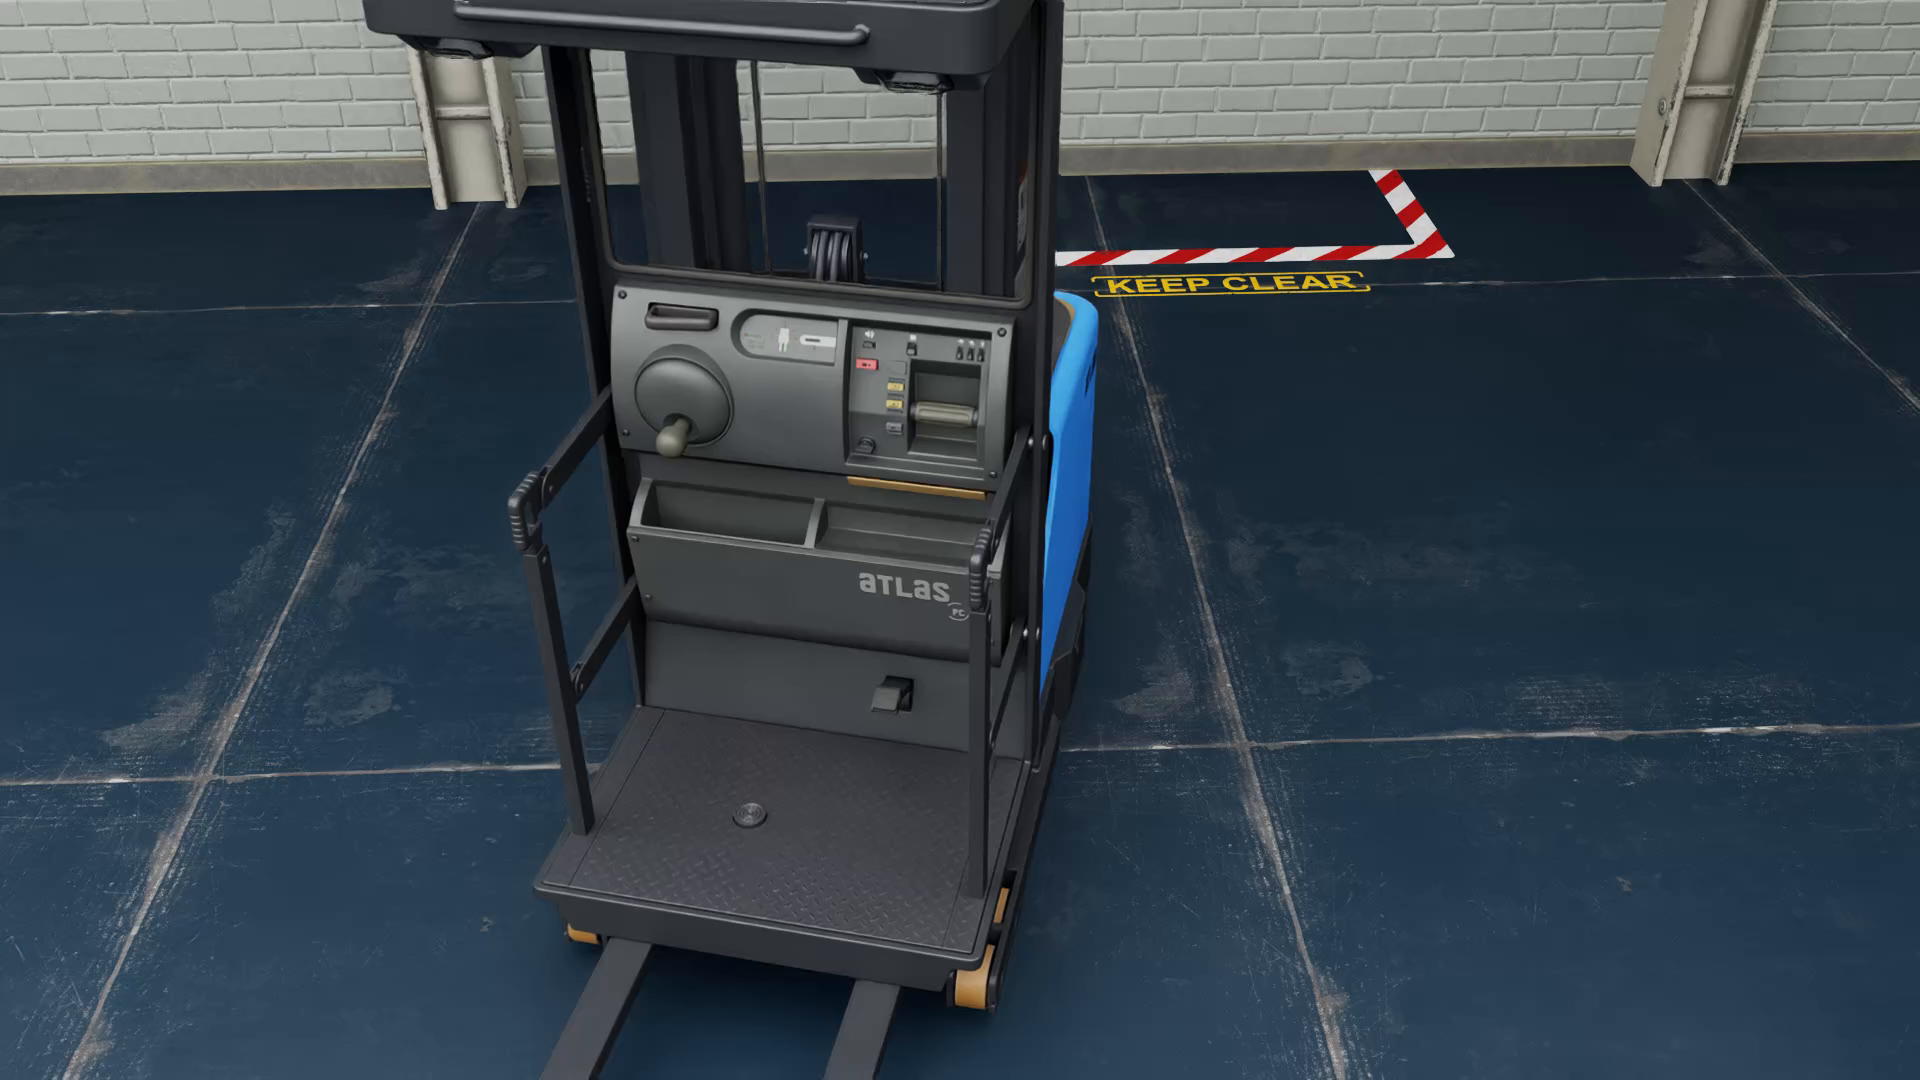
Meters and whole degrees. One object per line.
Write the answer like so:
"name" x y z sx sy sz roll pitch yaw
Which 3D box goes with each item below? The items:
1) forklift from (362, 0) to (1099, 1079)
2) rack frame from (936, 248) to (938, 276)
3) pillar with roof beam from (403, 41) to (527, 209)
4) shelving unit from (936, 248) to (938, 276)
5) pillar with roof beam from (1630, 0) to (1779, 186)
"forklift" -0.387 -0.289 3.592 1.130 2.935 3.031 7 35 10
"rack frame" -0.068 -0.430 5.449 0.008 1.050 0.200 -2 35 -2
"pillar with roof beam" -2.151 -2.950 2.105 0.400 9.000 9.100 -2 35 -2
"shelving unit" 0.053 -0.433 5.453 0.252 1.050 0.215 -2 35 -2
"pillar with roof beam" 3.842 -3.112 2.339 0.400 9.000 9.100 -2 35 -2
